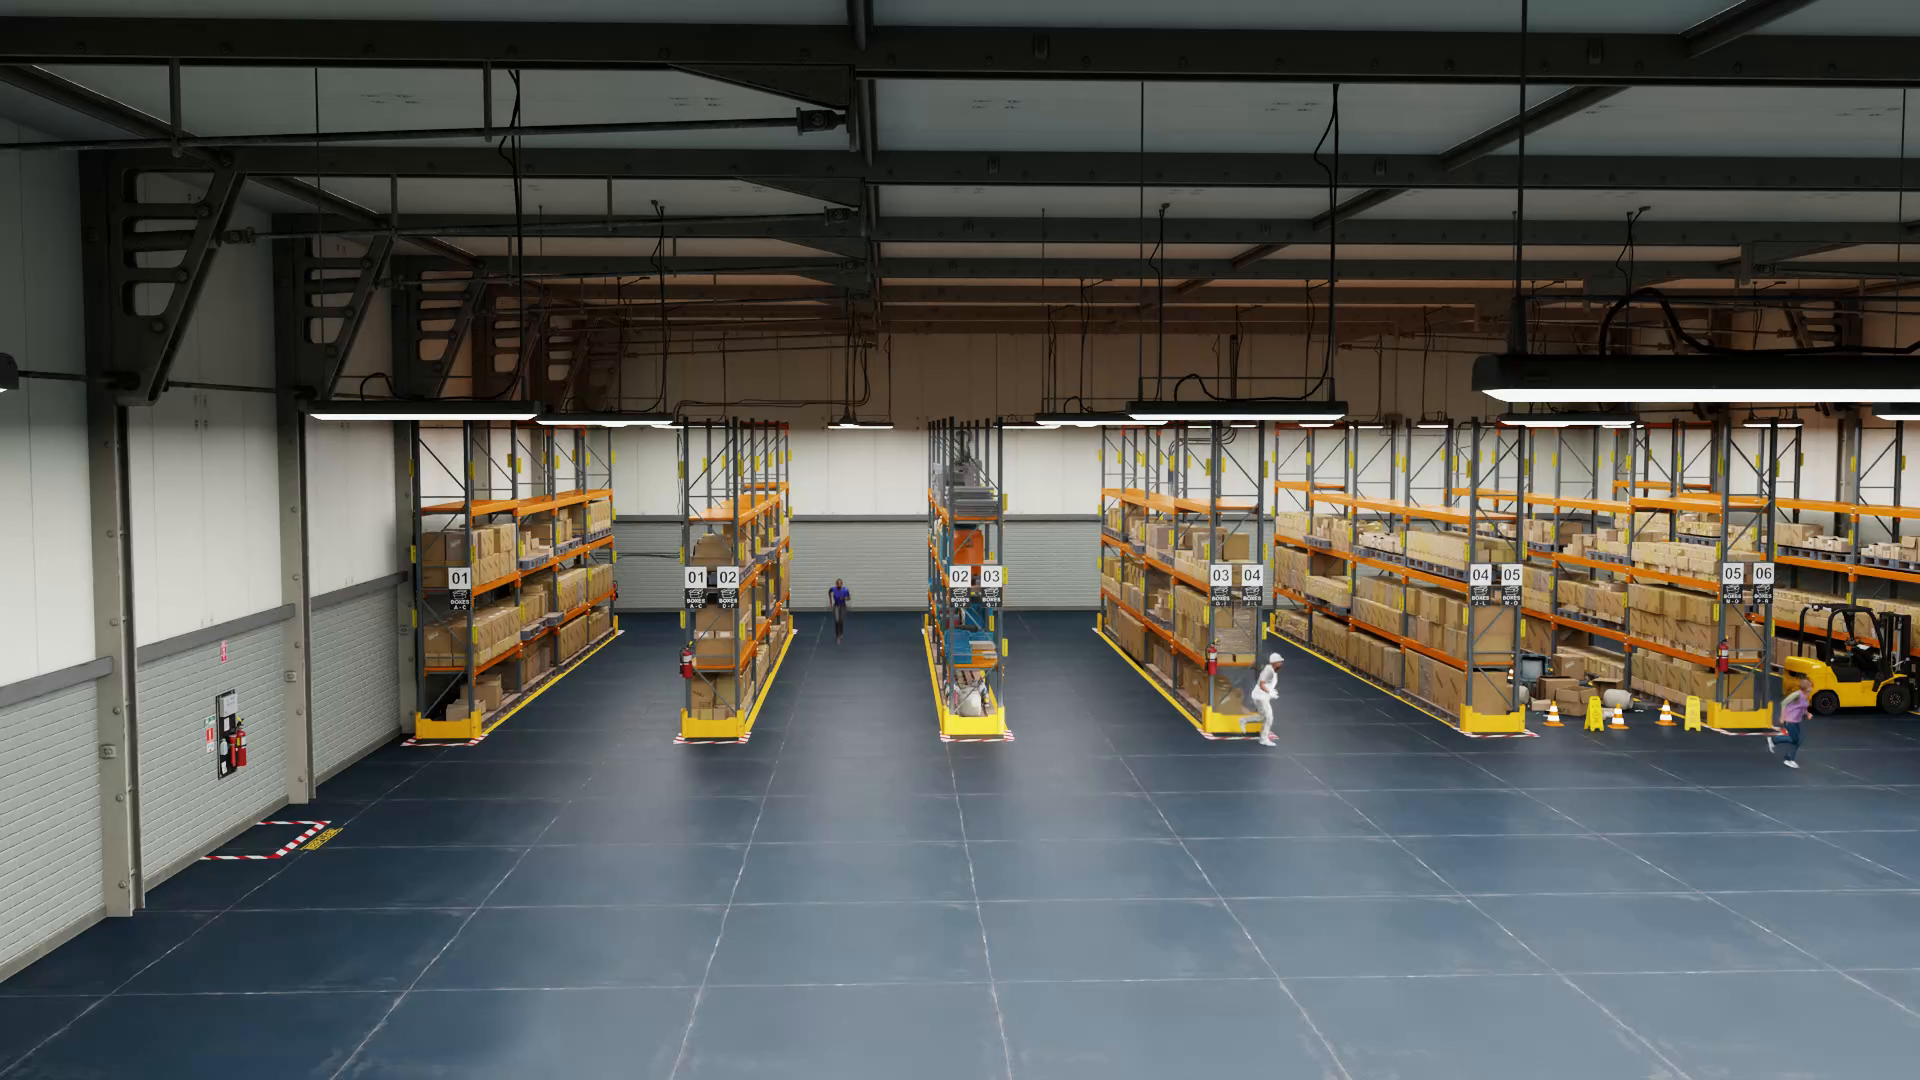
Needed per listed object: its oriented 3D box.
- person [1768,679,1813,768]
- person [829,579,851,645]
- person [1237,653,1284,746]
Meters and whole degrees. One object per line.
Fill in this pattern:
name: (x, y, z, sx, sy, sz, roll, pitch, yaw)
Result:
person: (14.238, 3.120, 28.512, 0.532, 1.537, 0.712, -3, 5, -41)
person: (-3.159, 1.863, 43.735, 0.574, 1.718, 0.904, 0, 4, -6)
person: (5.480, 2.910, 30.338, 0.853, 1.710, 0.680, 2, 4, 22)
